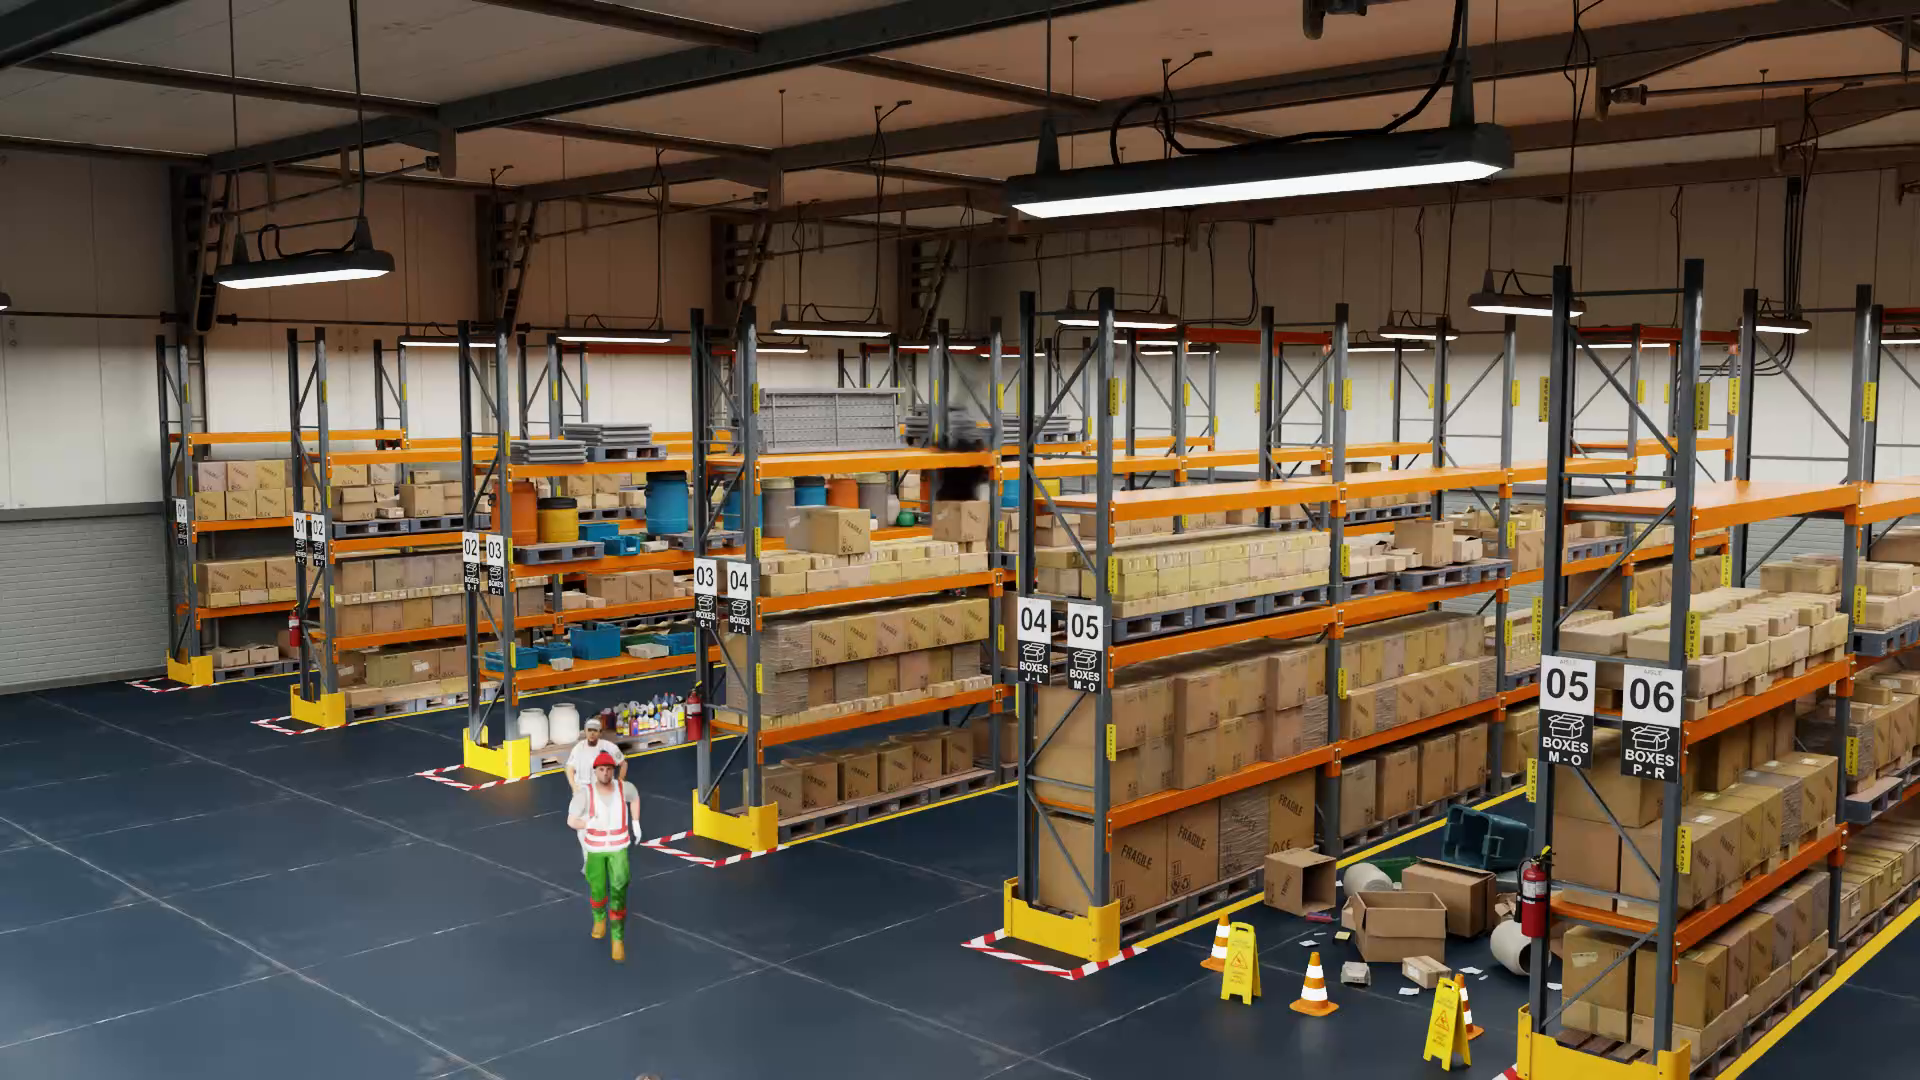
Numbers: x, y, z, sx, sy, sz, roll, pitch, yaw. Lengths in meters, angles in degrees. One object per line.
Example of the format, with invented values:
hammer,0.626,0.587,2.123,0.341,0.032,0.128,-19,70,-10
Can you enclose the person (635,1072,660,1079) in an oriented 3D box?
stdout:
person,-1.551,3.560,8.514,0.566,1.627,0.665,-1,5,-7

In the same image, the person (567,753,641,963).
person,-3.237,2.838,15.165,0.662,1.846,0.837,-1,6,-14

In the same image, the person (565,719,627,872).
person,-3.879,2.709,17.717,0.645,1.636,0.558,0,5,-2
